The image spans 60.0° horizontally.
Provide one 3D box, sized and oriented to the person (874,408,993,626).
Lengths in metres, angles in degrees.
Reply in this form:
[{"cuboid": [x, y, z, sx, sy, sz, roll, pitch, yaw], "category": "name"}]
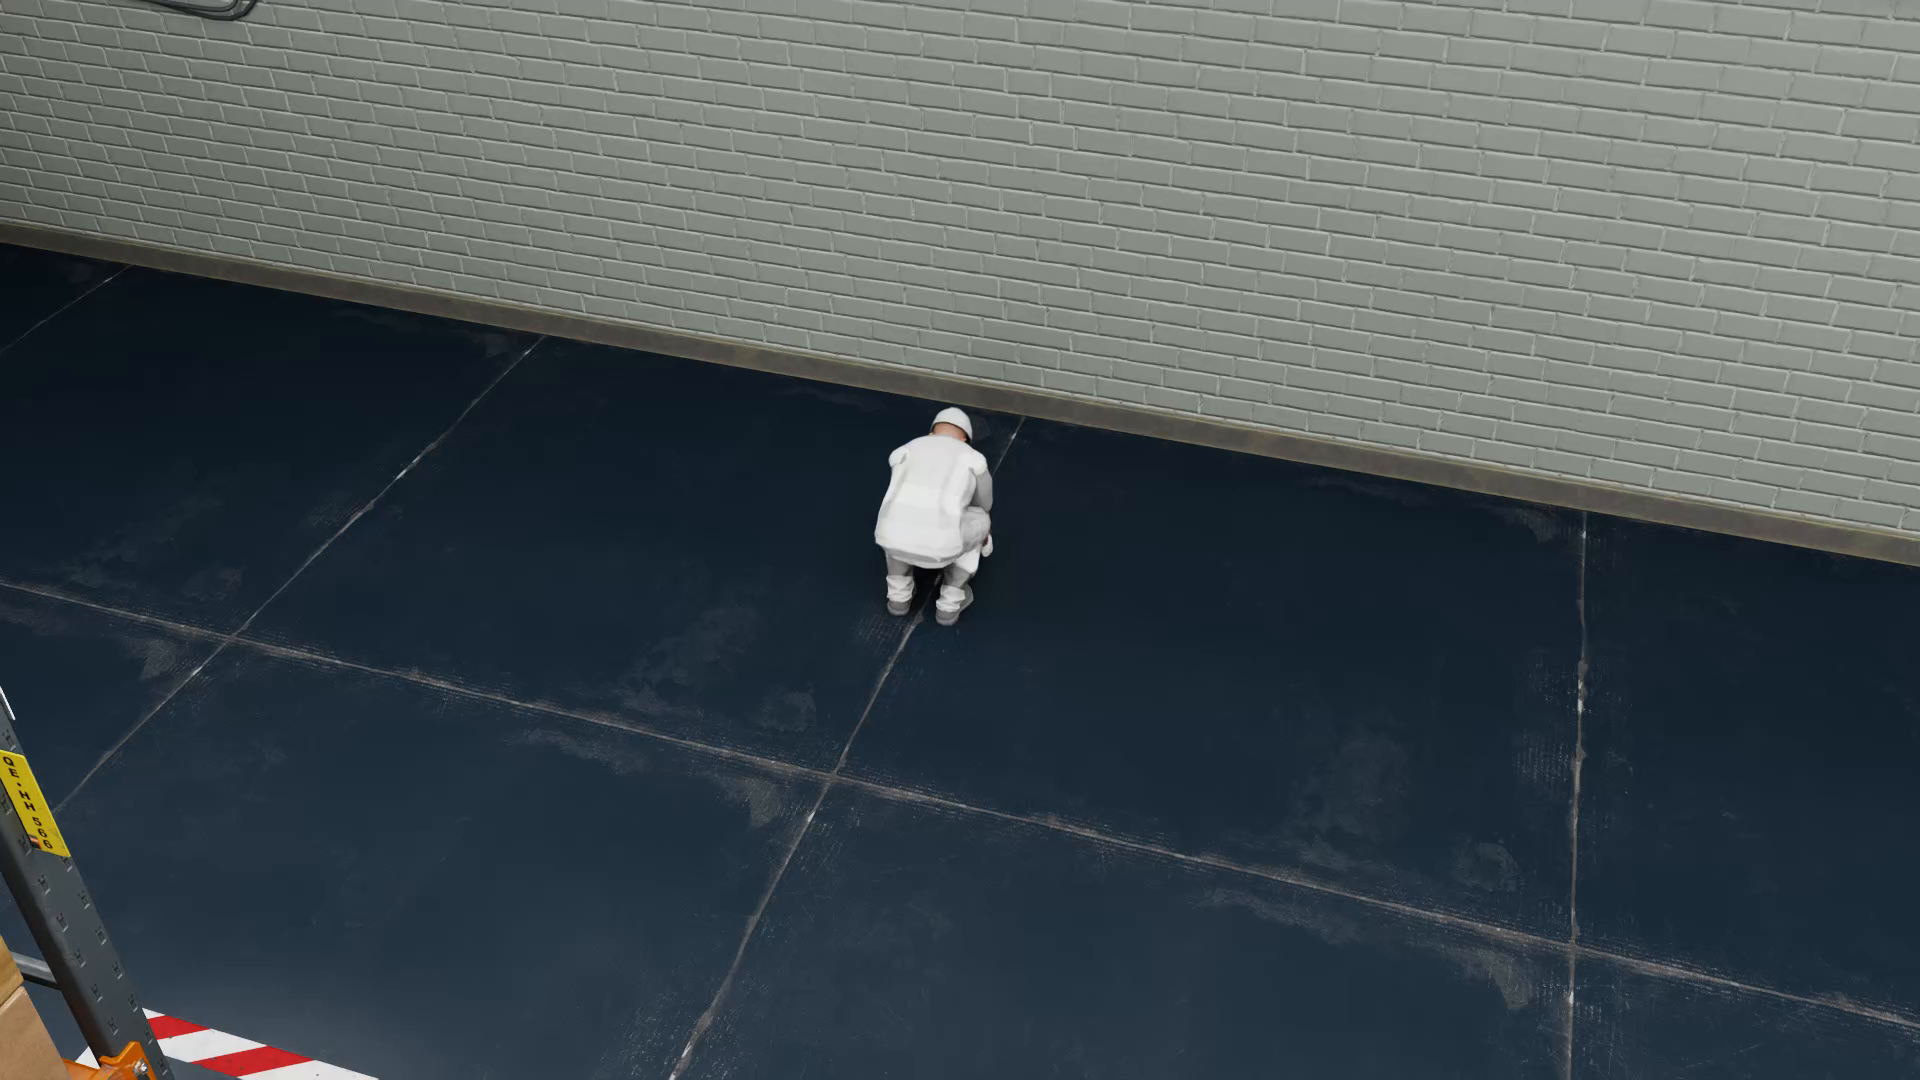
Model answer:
[{"cuboid": [-0.108, -0.090, 7.863, 0.523, 0.799, 0.958, 10, 38, 13], "category": "person"}]
